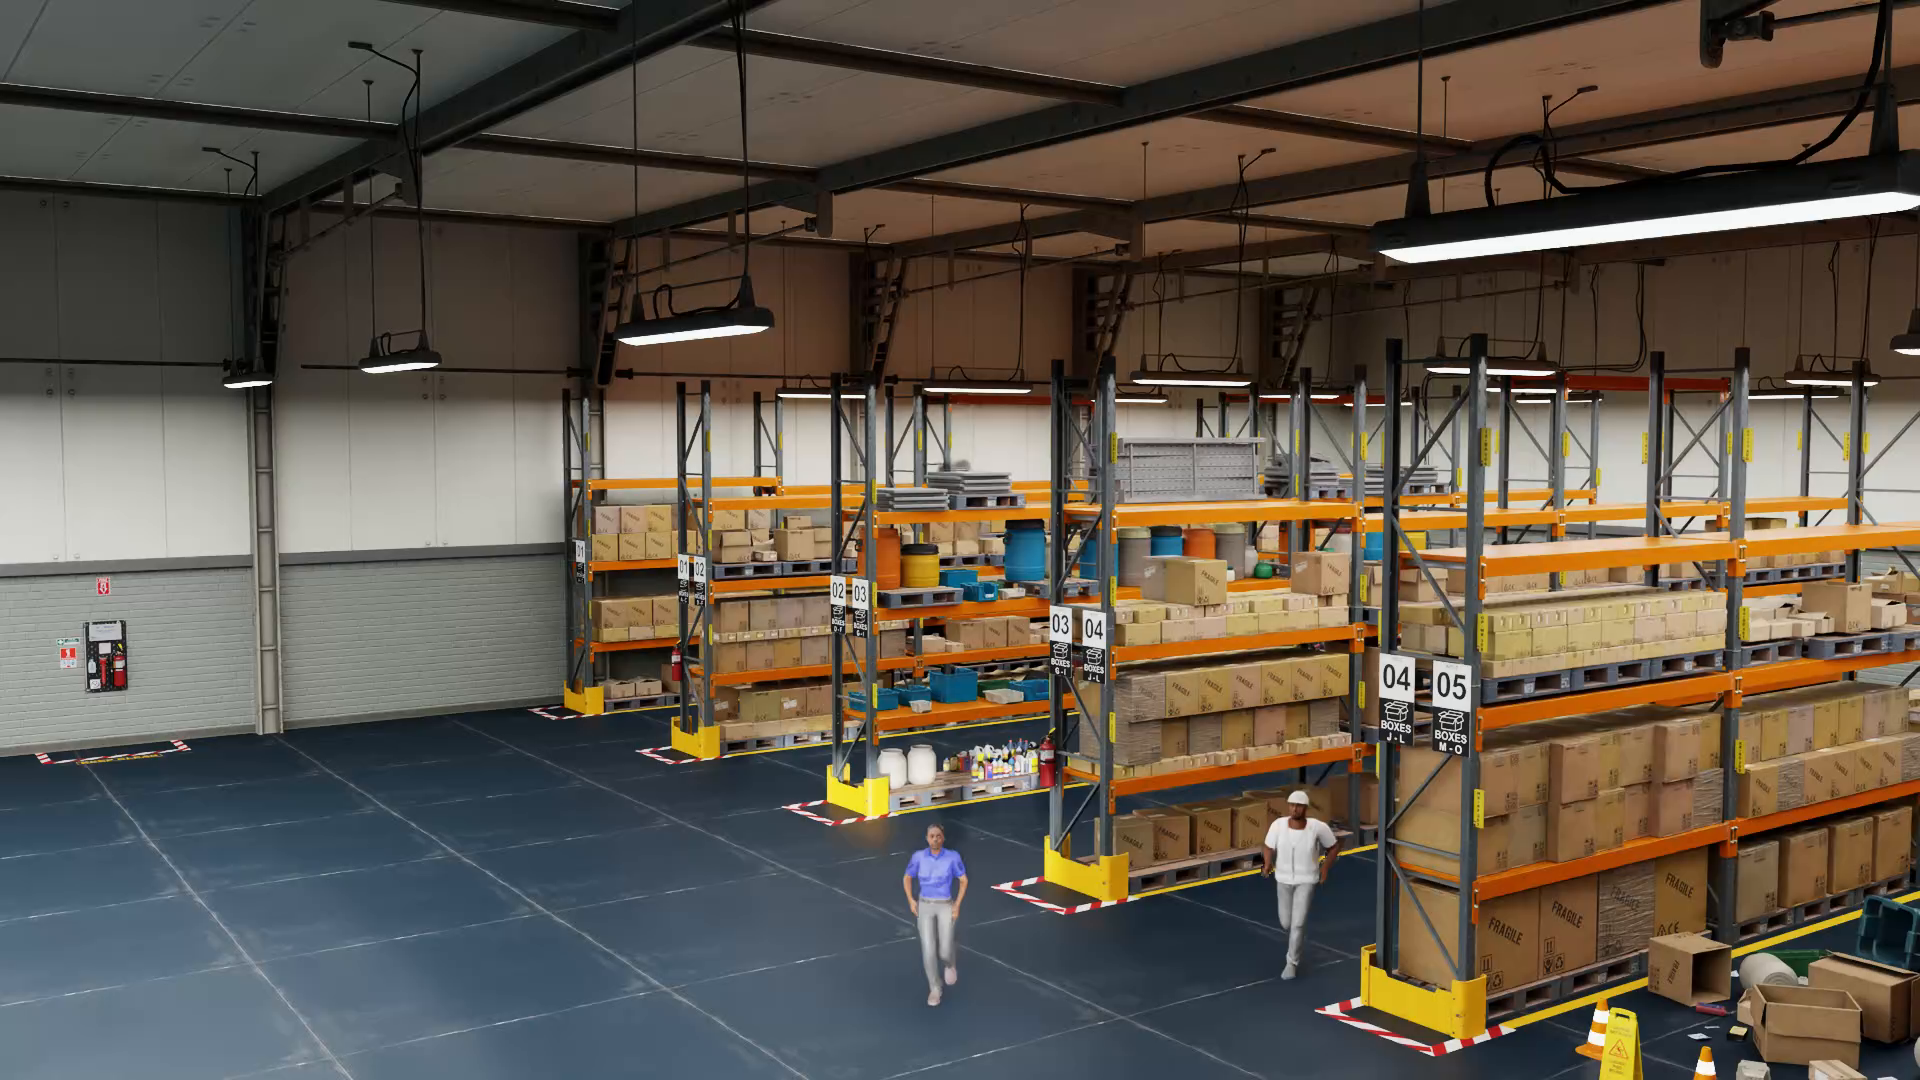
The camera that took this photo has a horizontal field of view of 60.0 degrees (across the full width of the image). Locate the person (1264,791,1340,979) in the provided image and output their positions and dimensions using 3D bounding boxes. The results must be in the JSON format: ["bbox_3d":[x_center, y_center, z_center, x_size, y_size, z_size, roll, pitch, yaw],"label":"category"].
[{"bbox_3d":[3.274,3.282,16.042,0.709,1.761,0.792,2,4,25],"label":"person"}]

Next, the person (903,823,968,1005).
[{"bbox_3d":[-0.229,3.384,15.234,0.594,1.627,0.555,0,4,4],"label":"person"}]
